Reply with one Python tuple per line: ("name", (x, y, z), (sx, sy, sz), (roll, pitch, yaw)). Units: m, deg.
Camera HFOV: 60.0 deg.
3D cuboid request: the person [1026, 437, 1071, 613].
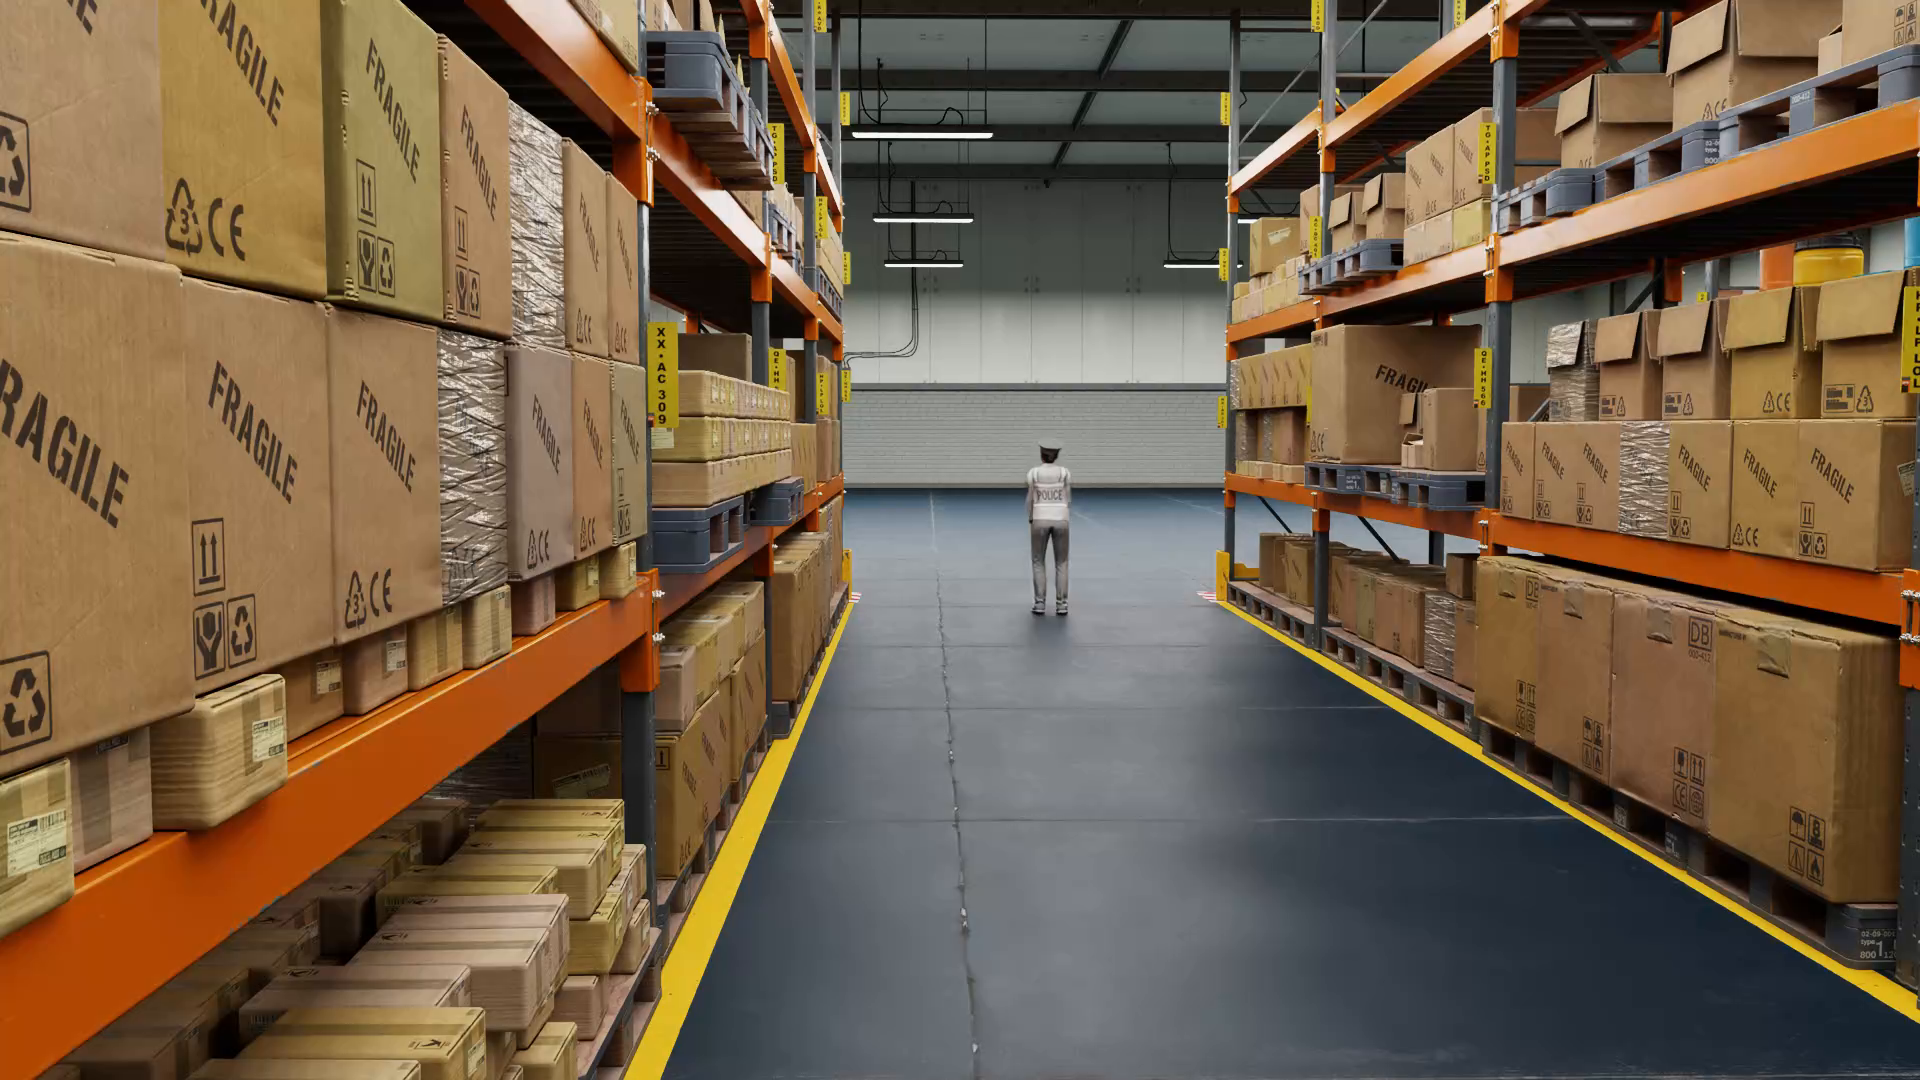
("person", (0.849, -0.140, 15.923), (0.433, 1.691, 0.516), (0, 4, -2))
